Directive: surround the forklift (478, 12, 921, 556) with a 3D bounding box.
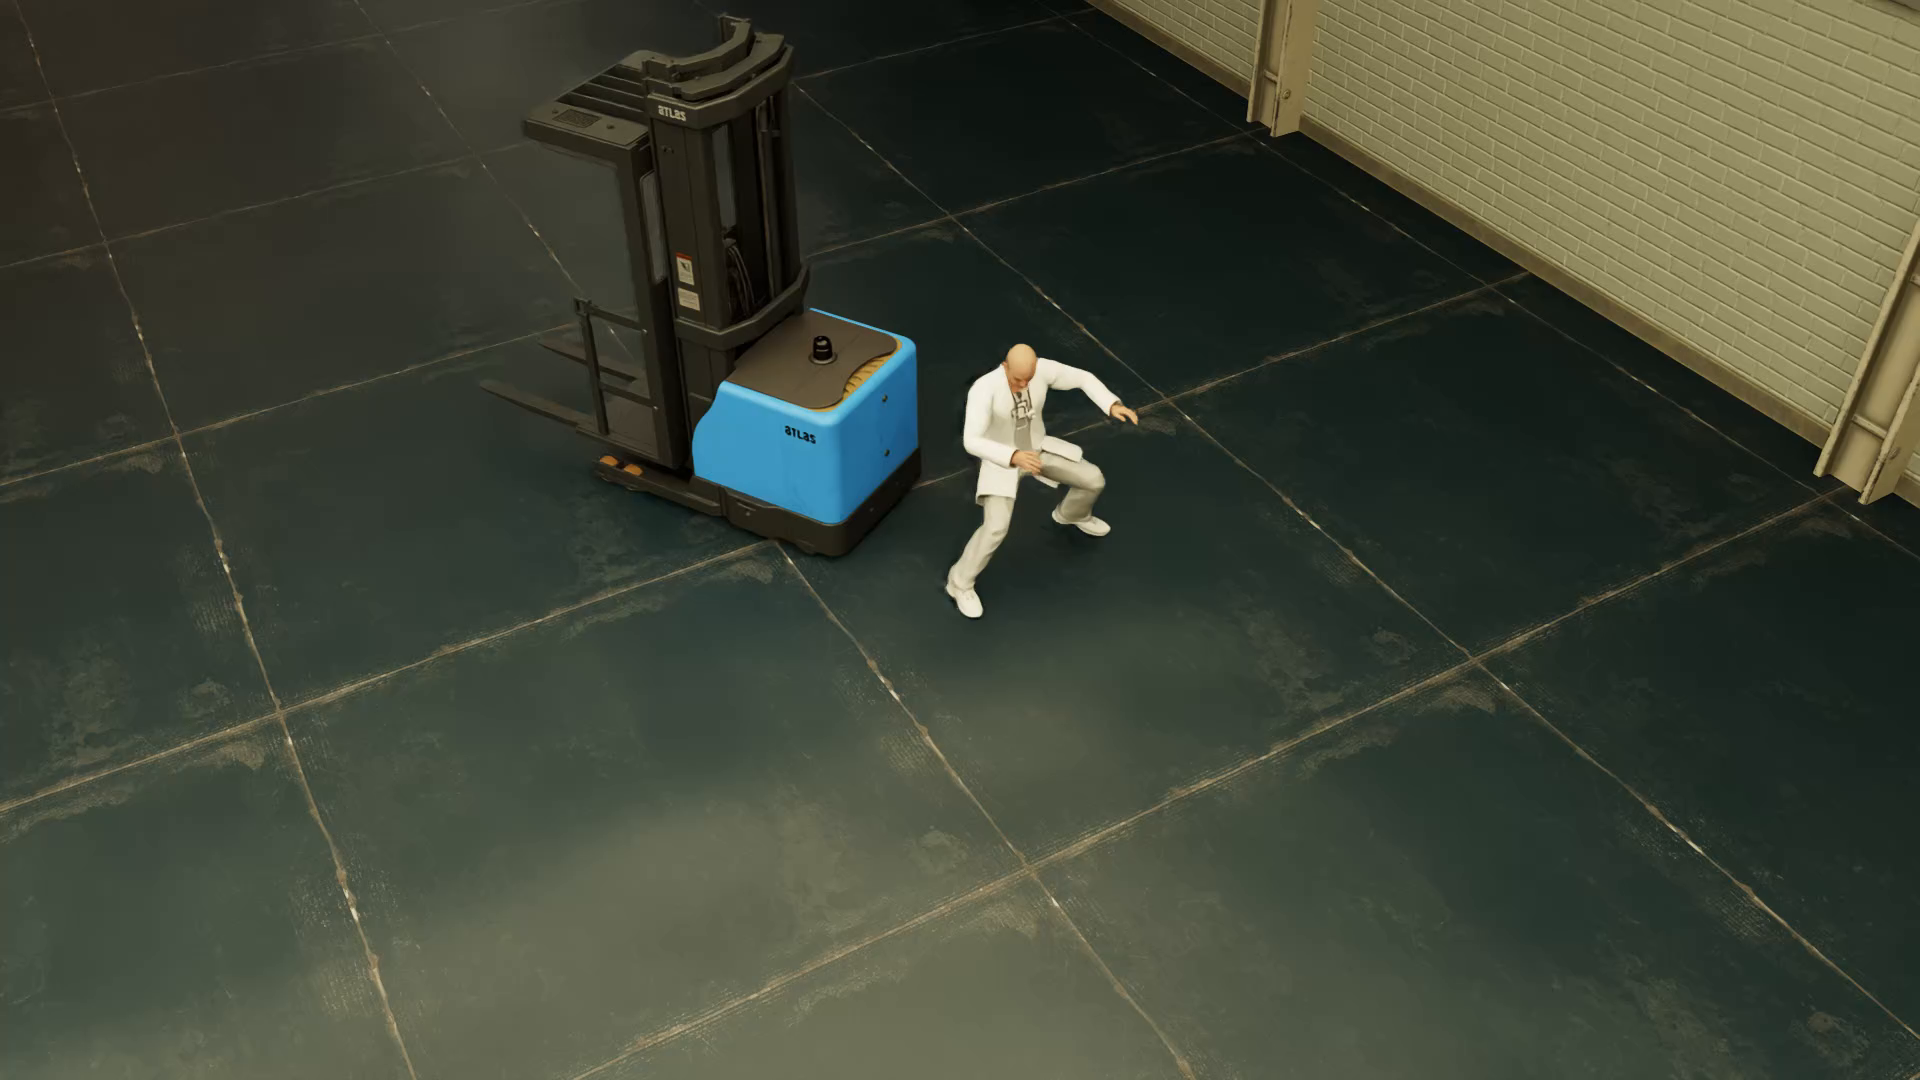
[{"bbox_3d":[-1.787,-1.718,10.108,3.031,2.935,1.130,20,44,22],"label":"forklift"}]

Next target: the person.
[{"bbox_3d":[0.434,-0.443,9.667,1.162,1.529,0.727,-18,43,-20],"label":"person"}]
